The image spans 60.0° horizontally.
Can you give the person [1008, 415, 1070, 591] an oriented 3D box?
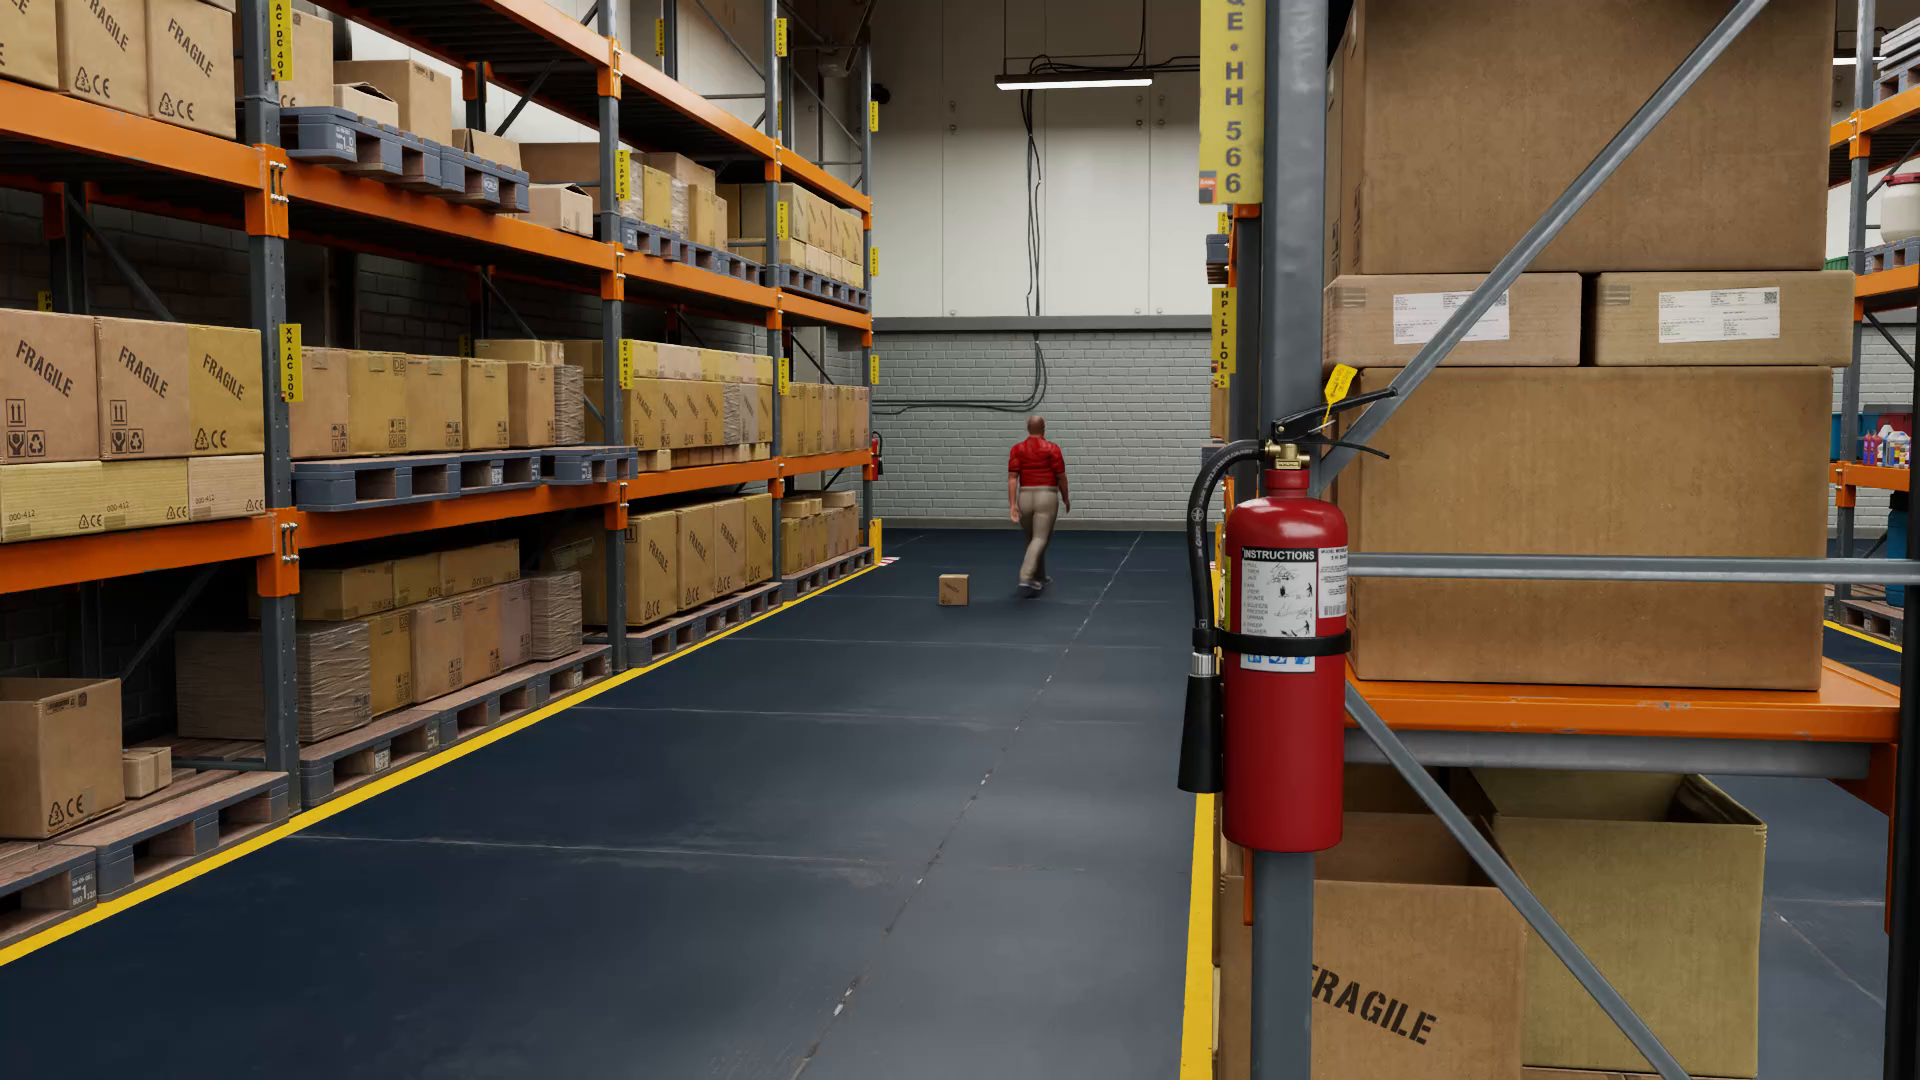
[{"bbox_3d":[0.762,-0.352,15.843,0.529,1.668,1.060,2,5,26],"label":"person"}]
